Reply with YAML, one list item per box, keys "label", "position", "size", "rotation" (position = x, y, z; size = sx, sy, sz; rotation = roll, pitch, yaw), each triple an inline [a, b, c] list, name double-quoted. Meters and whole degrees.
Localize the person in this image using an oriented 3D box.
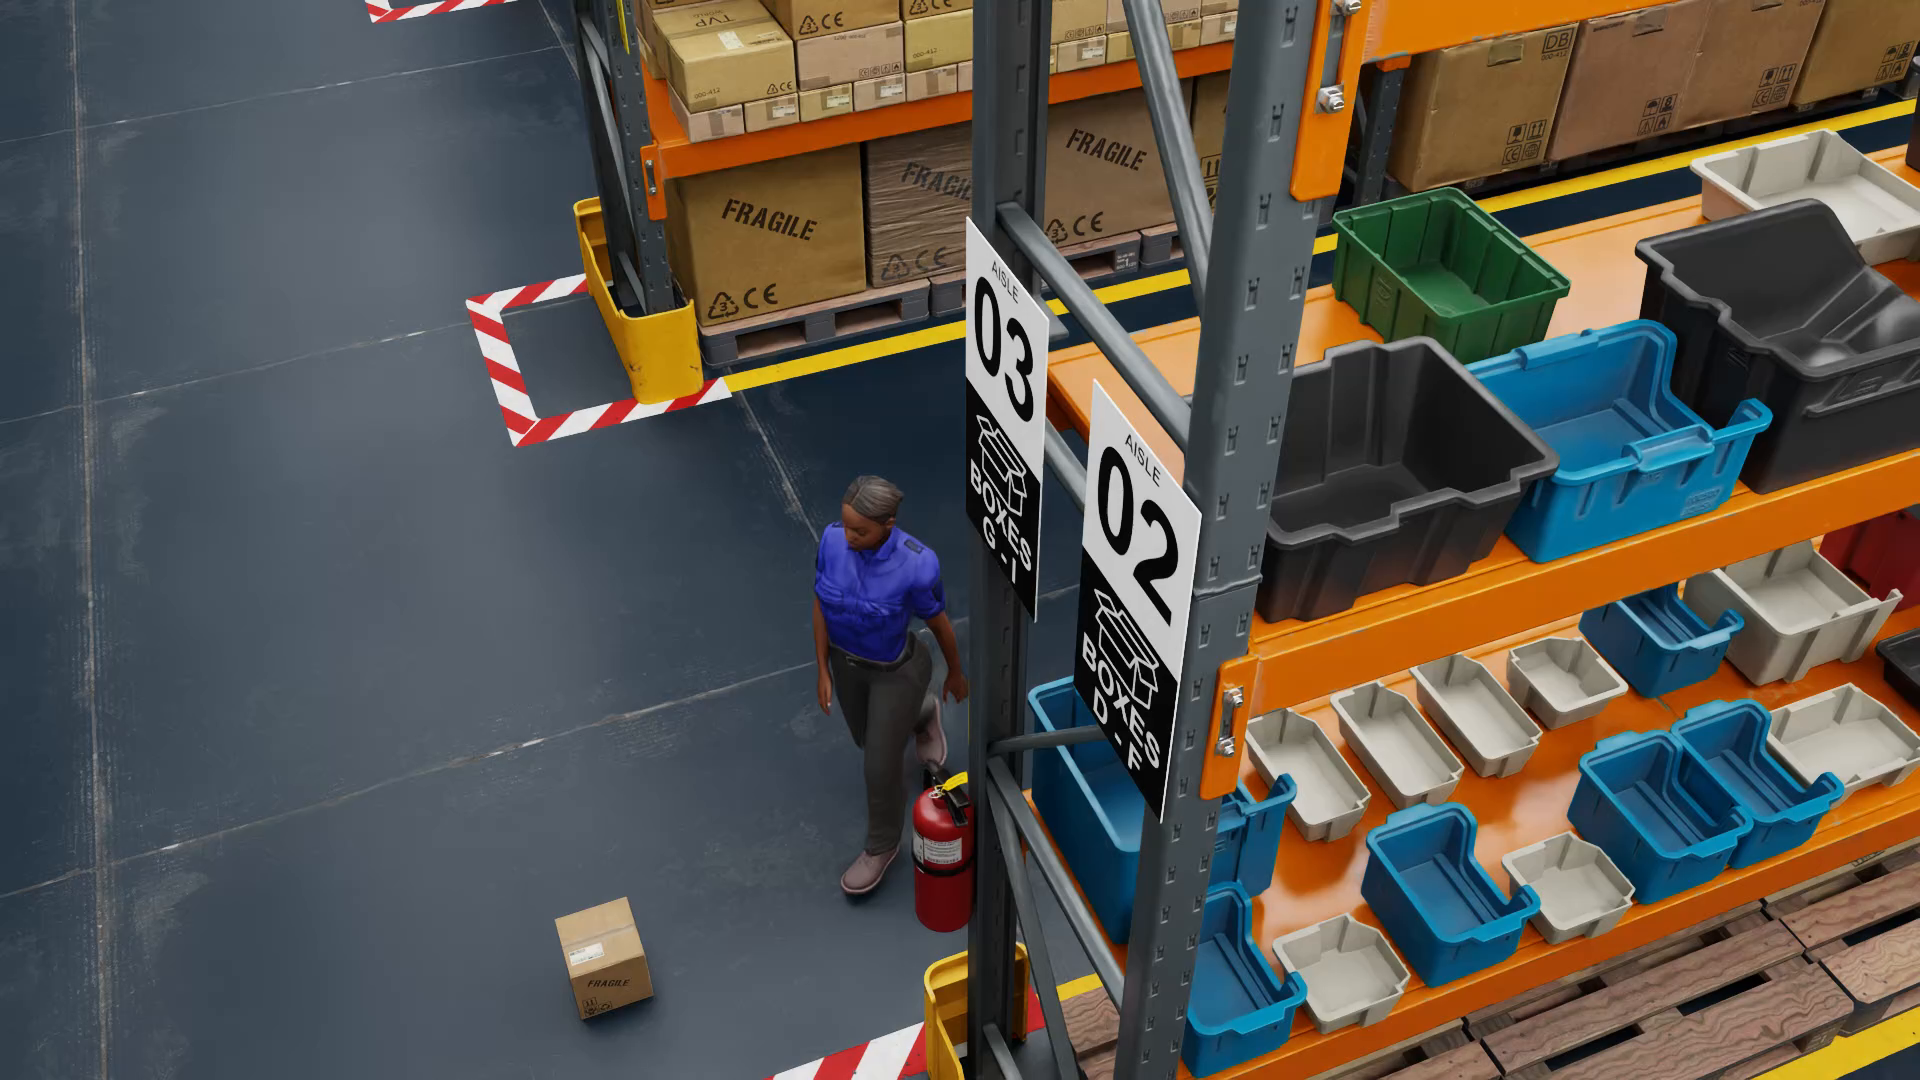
- label: "person"
  position: [-0.249, 0.417, 5.703]
  size: [0.499, 1.621, 0.830]
  rotation: [24, 47, 24]
